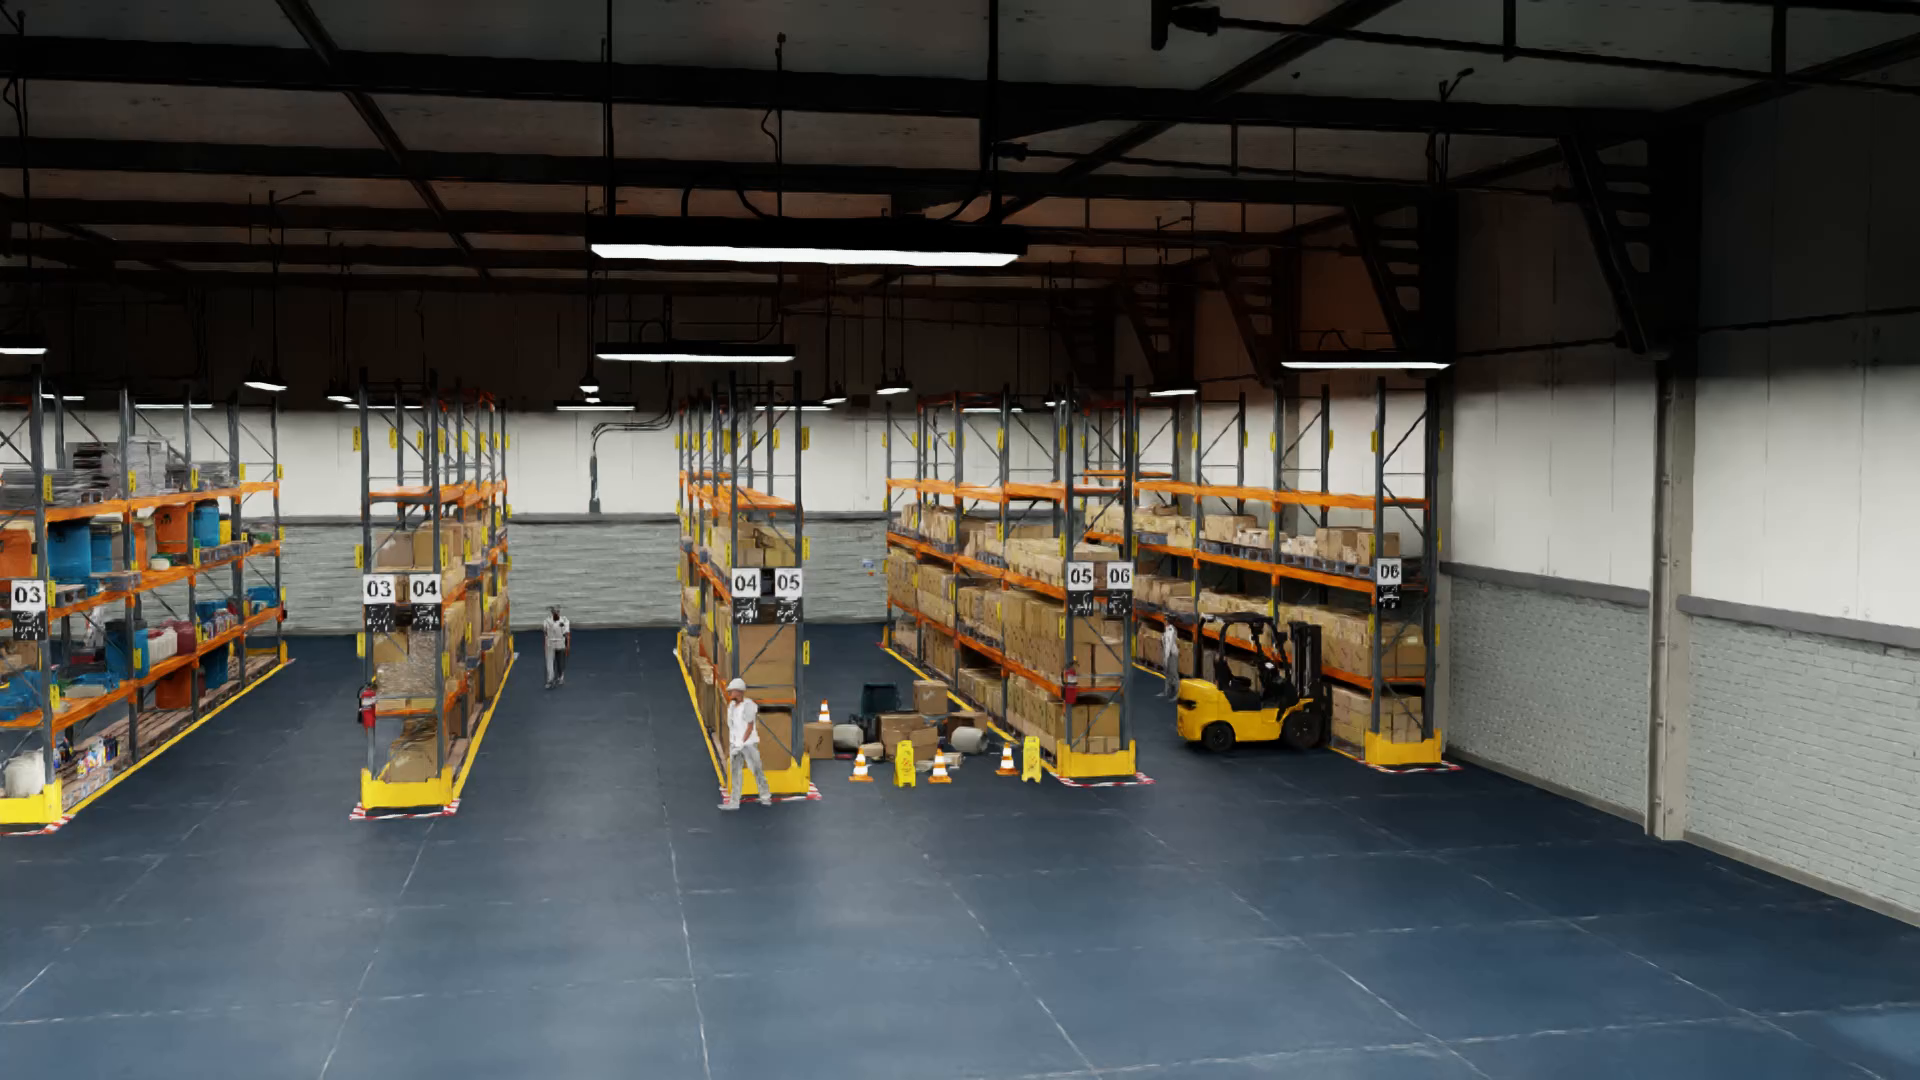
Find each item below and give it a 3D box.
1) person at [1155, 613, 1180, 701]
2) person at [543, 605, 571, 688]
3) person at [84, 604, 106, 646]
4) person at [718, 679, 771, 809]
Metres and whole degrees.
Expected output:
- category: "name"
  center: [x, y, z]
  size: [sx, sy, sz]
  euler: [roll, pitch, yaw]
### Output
- category: "person"
  center: [4.037, 2.242, 32.138]
  size: [0.555, 1.664, 0.585]
  euler: [1, 3, 11]
- category: "person"
  center: [-8.200, 2.133, 33.838]
  size: [0.540, 1.676, 1.130]
  euler: [-1, 4, -14]
- category: "person"
  center: [-18.960, 1.940, 36.432]
  size: [0.515, 1.791, 0.648]
  euler: [0, 3, 1]
- category: "person"
  center: [-2.941, 2.770, 22.663]
  size: [0.714, 1.781, 0.571]
  euler: [-3, 5, -44]
